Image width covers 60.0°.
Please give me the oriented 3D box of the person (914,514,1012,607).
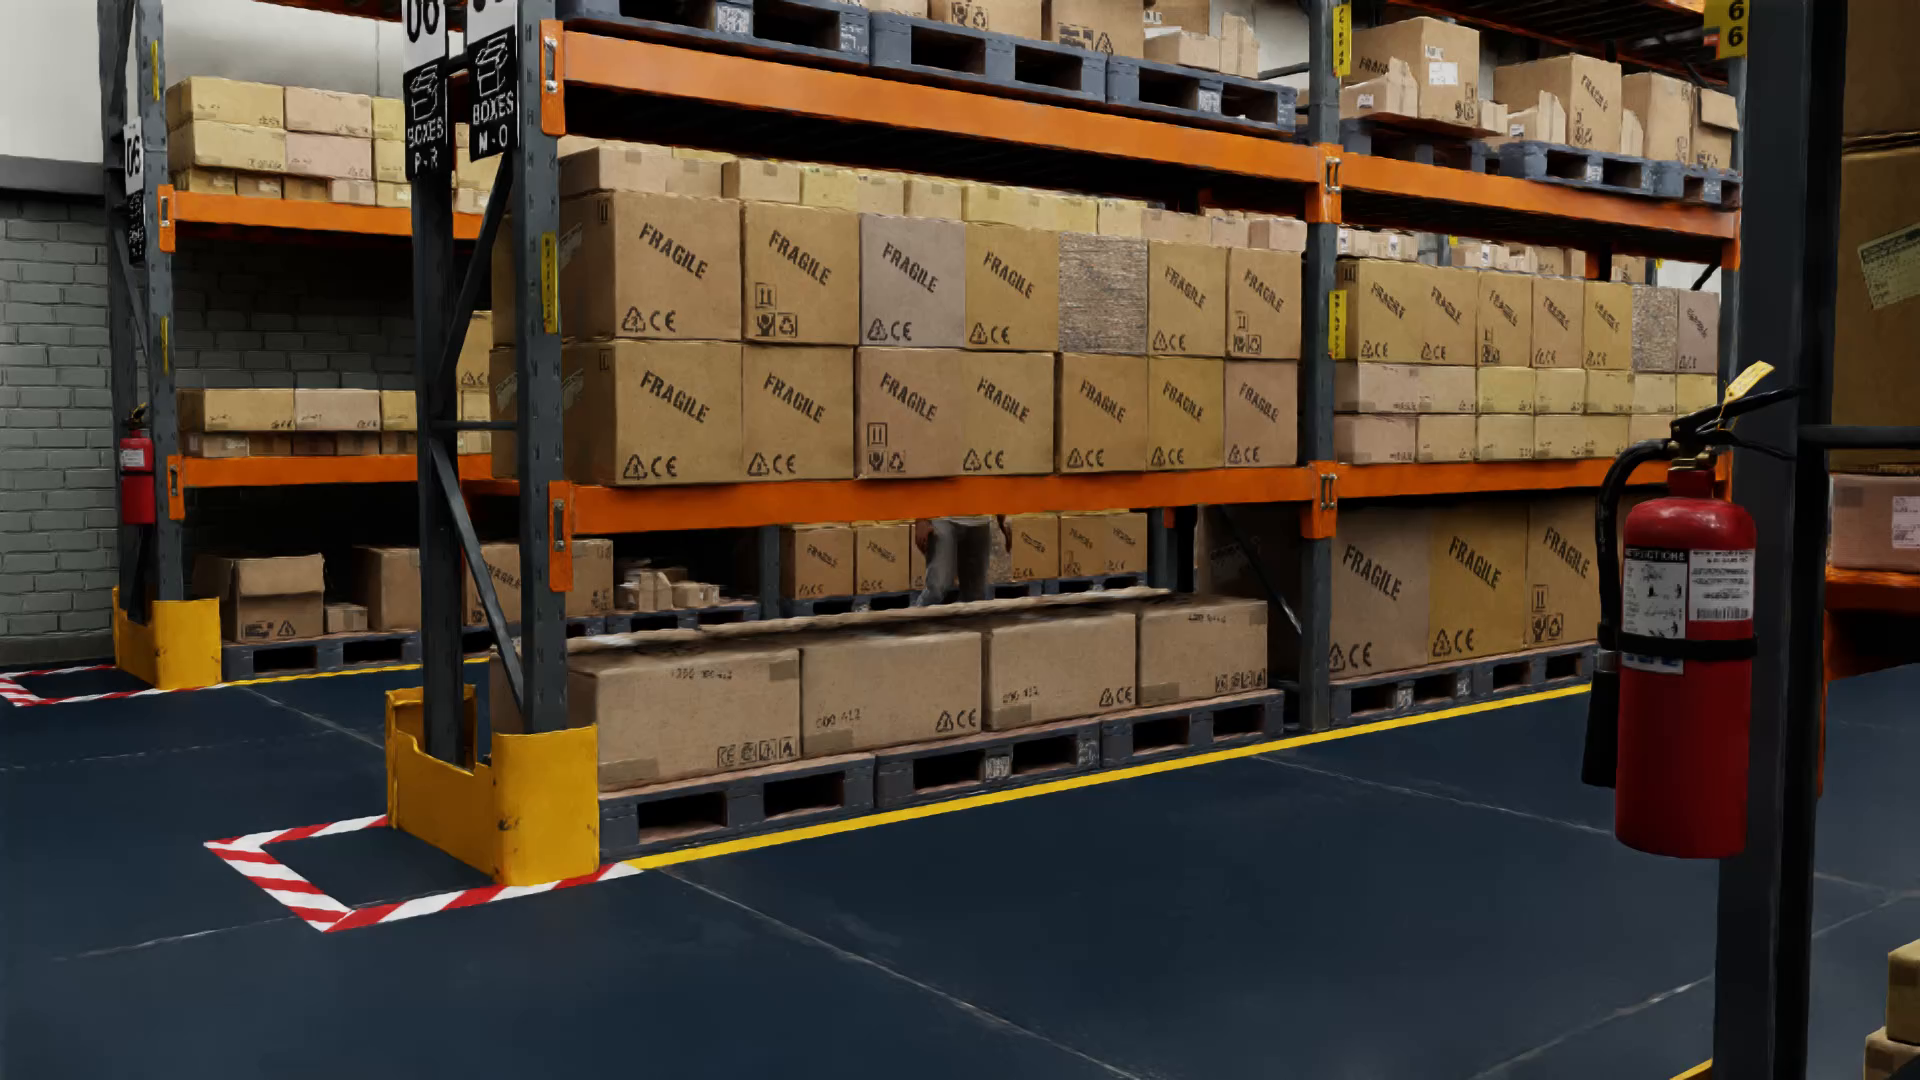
[{"bbox_3d":[0.002,-0.088,9.765,0.682,1.776,0.378,-3,5,-34],"label":"person"}]
